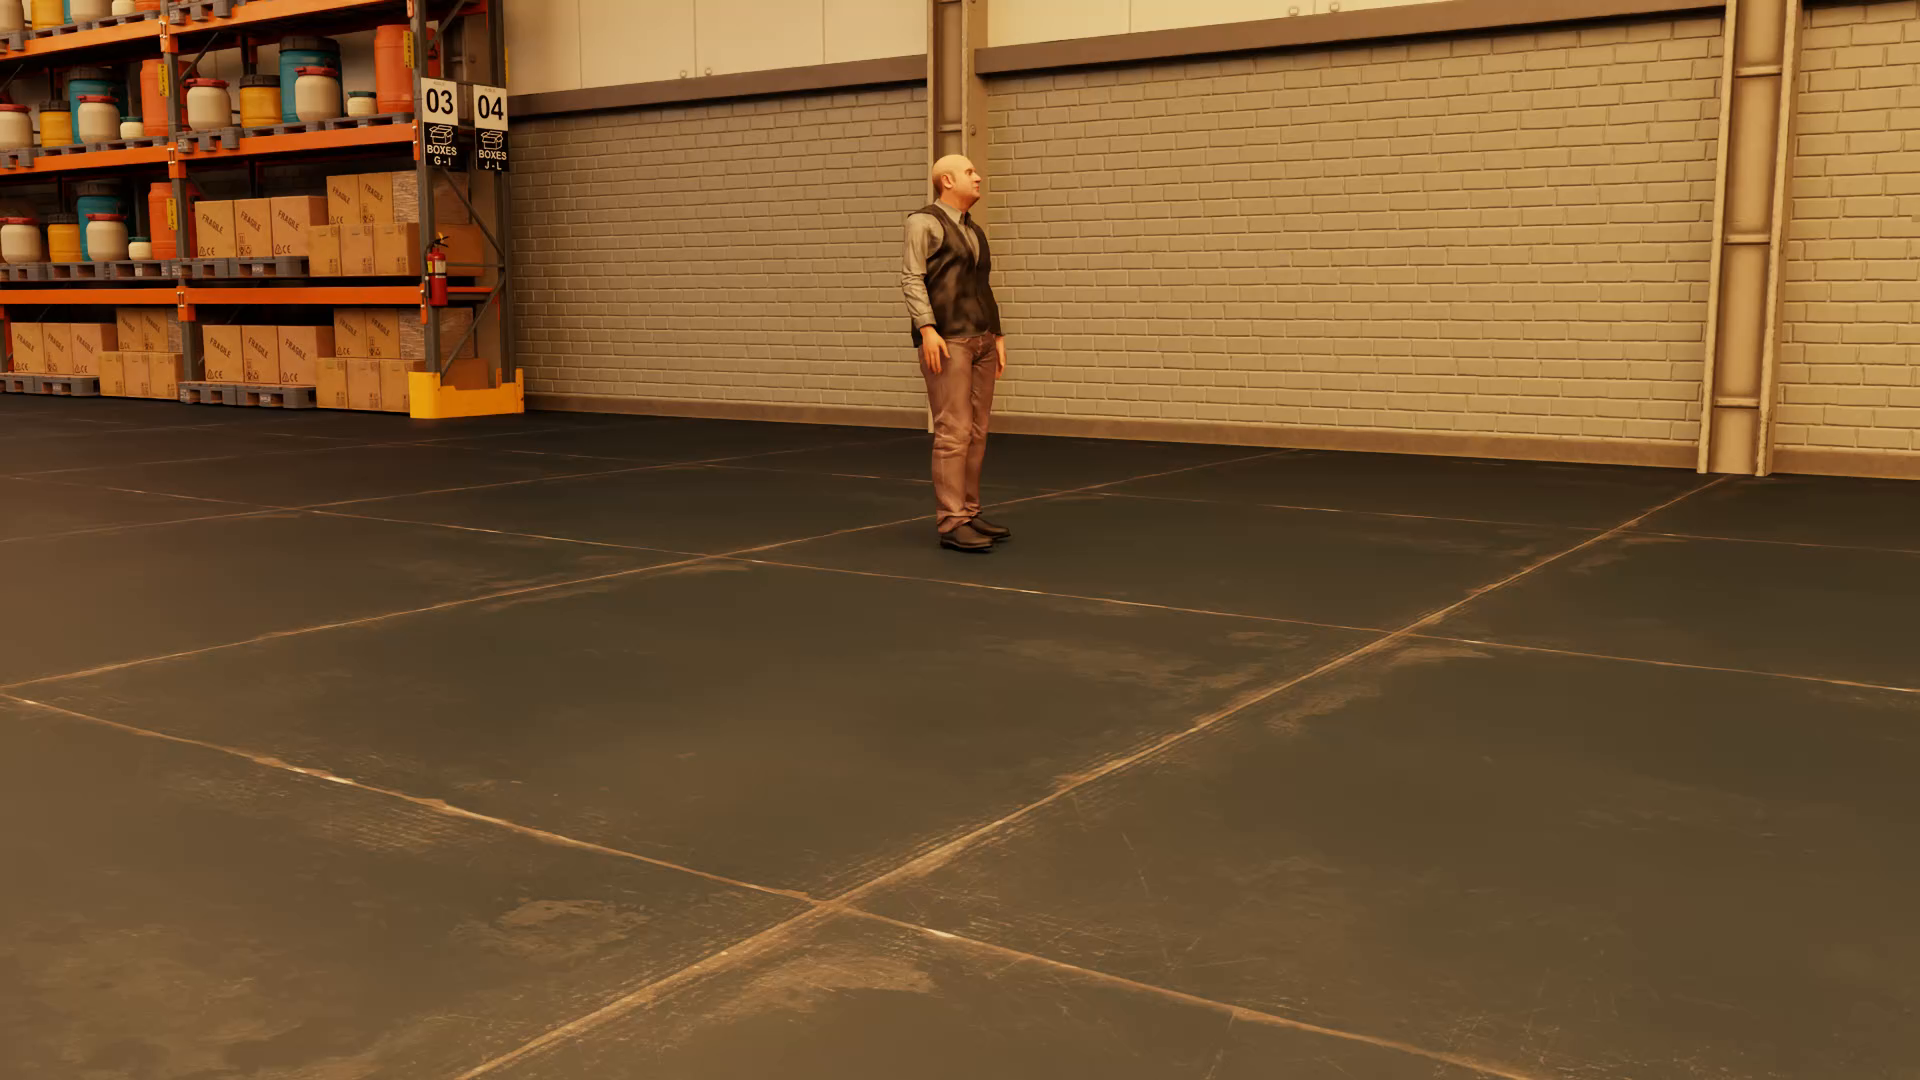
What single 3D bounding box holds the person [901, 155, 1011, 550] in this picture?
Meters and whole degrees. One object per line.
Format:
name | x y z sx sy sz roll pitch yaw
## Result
person | 0.047 -0.854 7.441 0.568 1.720 0.632 5 10 34
